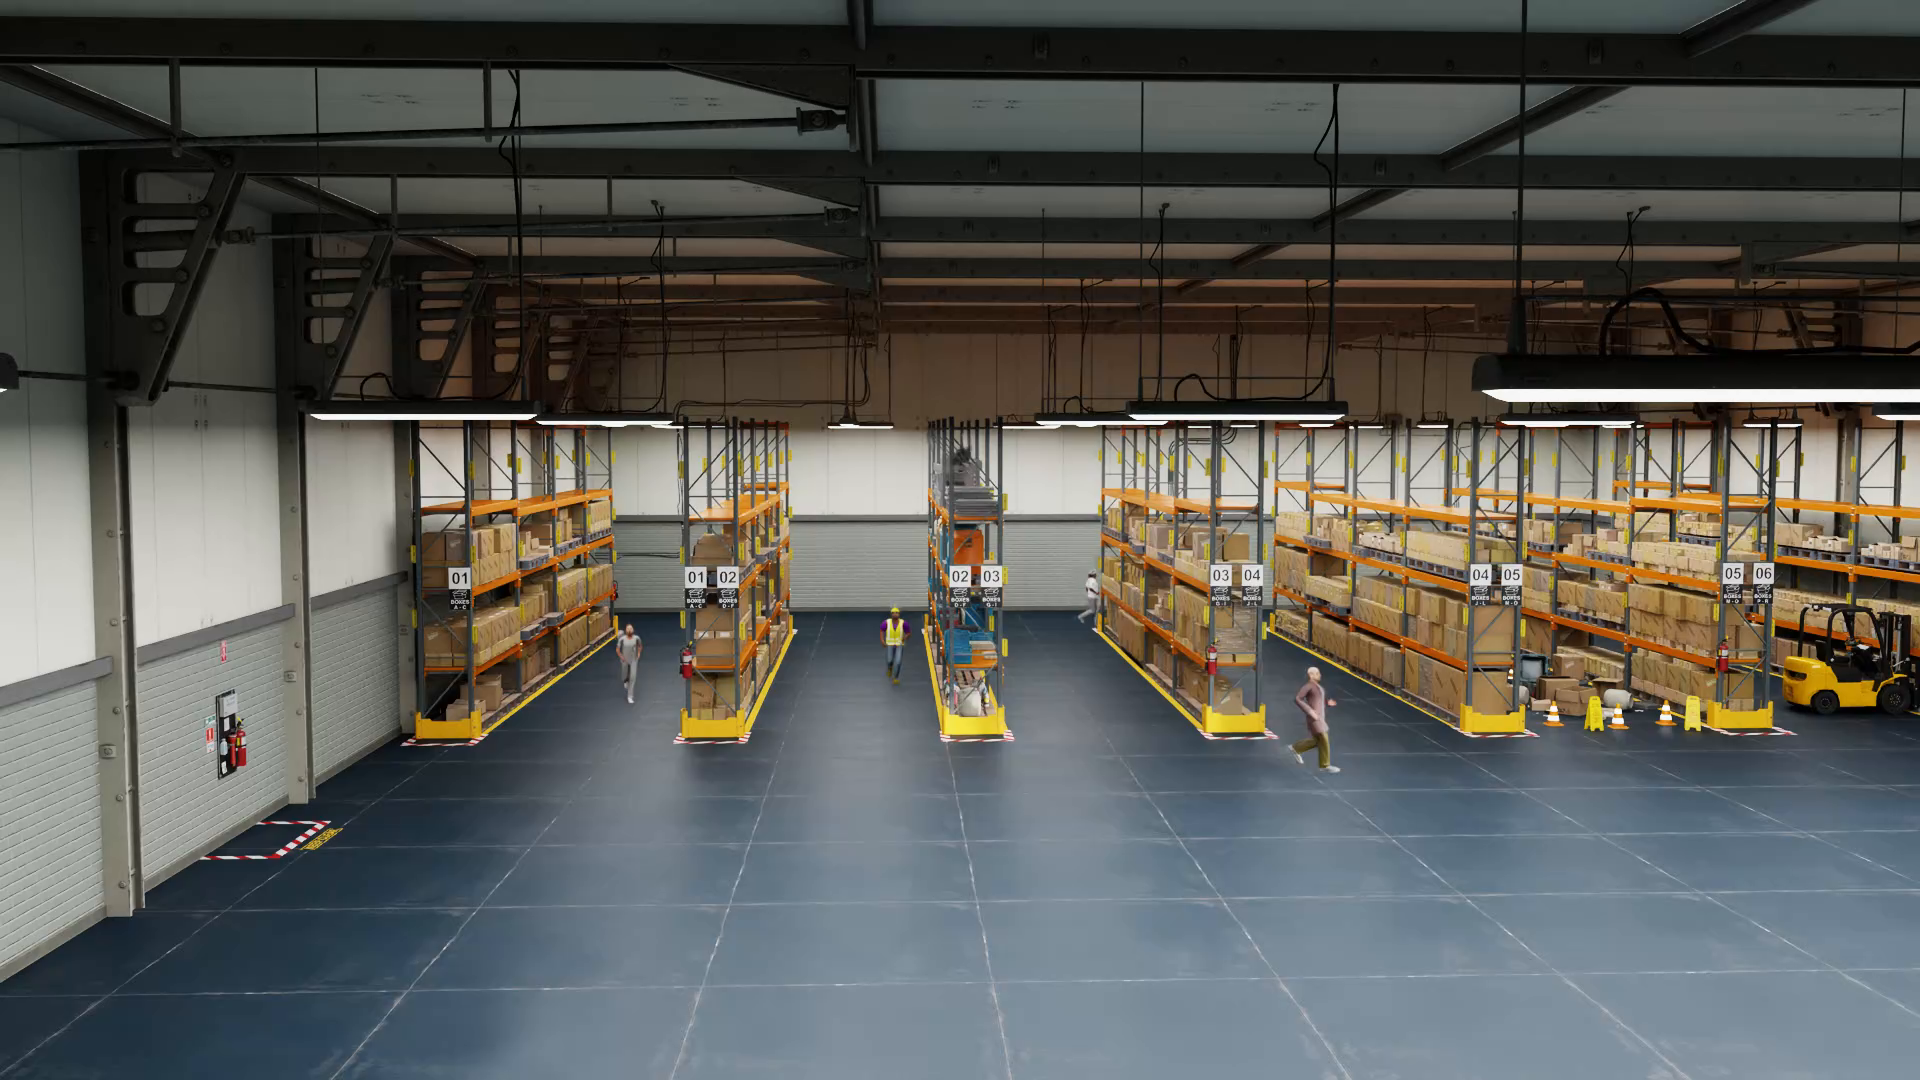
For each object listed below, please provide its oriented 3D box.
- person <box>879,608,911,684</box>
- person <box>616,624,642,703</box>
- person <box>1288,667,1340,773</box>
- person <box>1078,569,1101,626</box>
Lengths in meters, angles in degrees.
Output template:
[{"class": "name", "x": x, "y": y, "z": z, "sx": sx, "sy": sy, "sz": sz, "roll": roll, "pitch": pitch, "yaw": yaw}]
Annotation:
[{"class": "person", "x": -1.477, "y": 2.398, "z": 37.808, "sx": 0.730, "sy": 1.726, "sz": 0.594, "roll": 0, "pitch": 4, "yaw": 0}, {"class": "person", "x": -7.057, "y": 2.612, "z": 35.496, "sx": 0.547, "sy": 1.652, "sz": 0.996, "roll": -1, "pitch": 4, "yaw": -10}, {"class": "person", "x": 5.960, "y": 3.019, "z": 28.012, "sx": 0.964, "sy": 1.742, "sz": 0.720, "roll": 2, "pitch": 4, "yaw": 34}, {"class": "person", "x": 3.852, "y": 1.704, "z": 48.903, "sx": 0.789, "sy": 1.691, "sz": 0.584, "roll": 0, "pitch": 4, "yaw": 2}]
